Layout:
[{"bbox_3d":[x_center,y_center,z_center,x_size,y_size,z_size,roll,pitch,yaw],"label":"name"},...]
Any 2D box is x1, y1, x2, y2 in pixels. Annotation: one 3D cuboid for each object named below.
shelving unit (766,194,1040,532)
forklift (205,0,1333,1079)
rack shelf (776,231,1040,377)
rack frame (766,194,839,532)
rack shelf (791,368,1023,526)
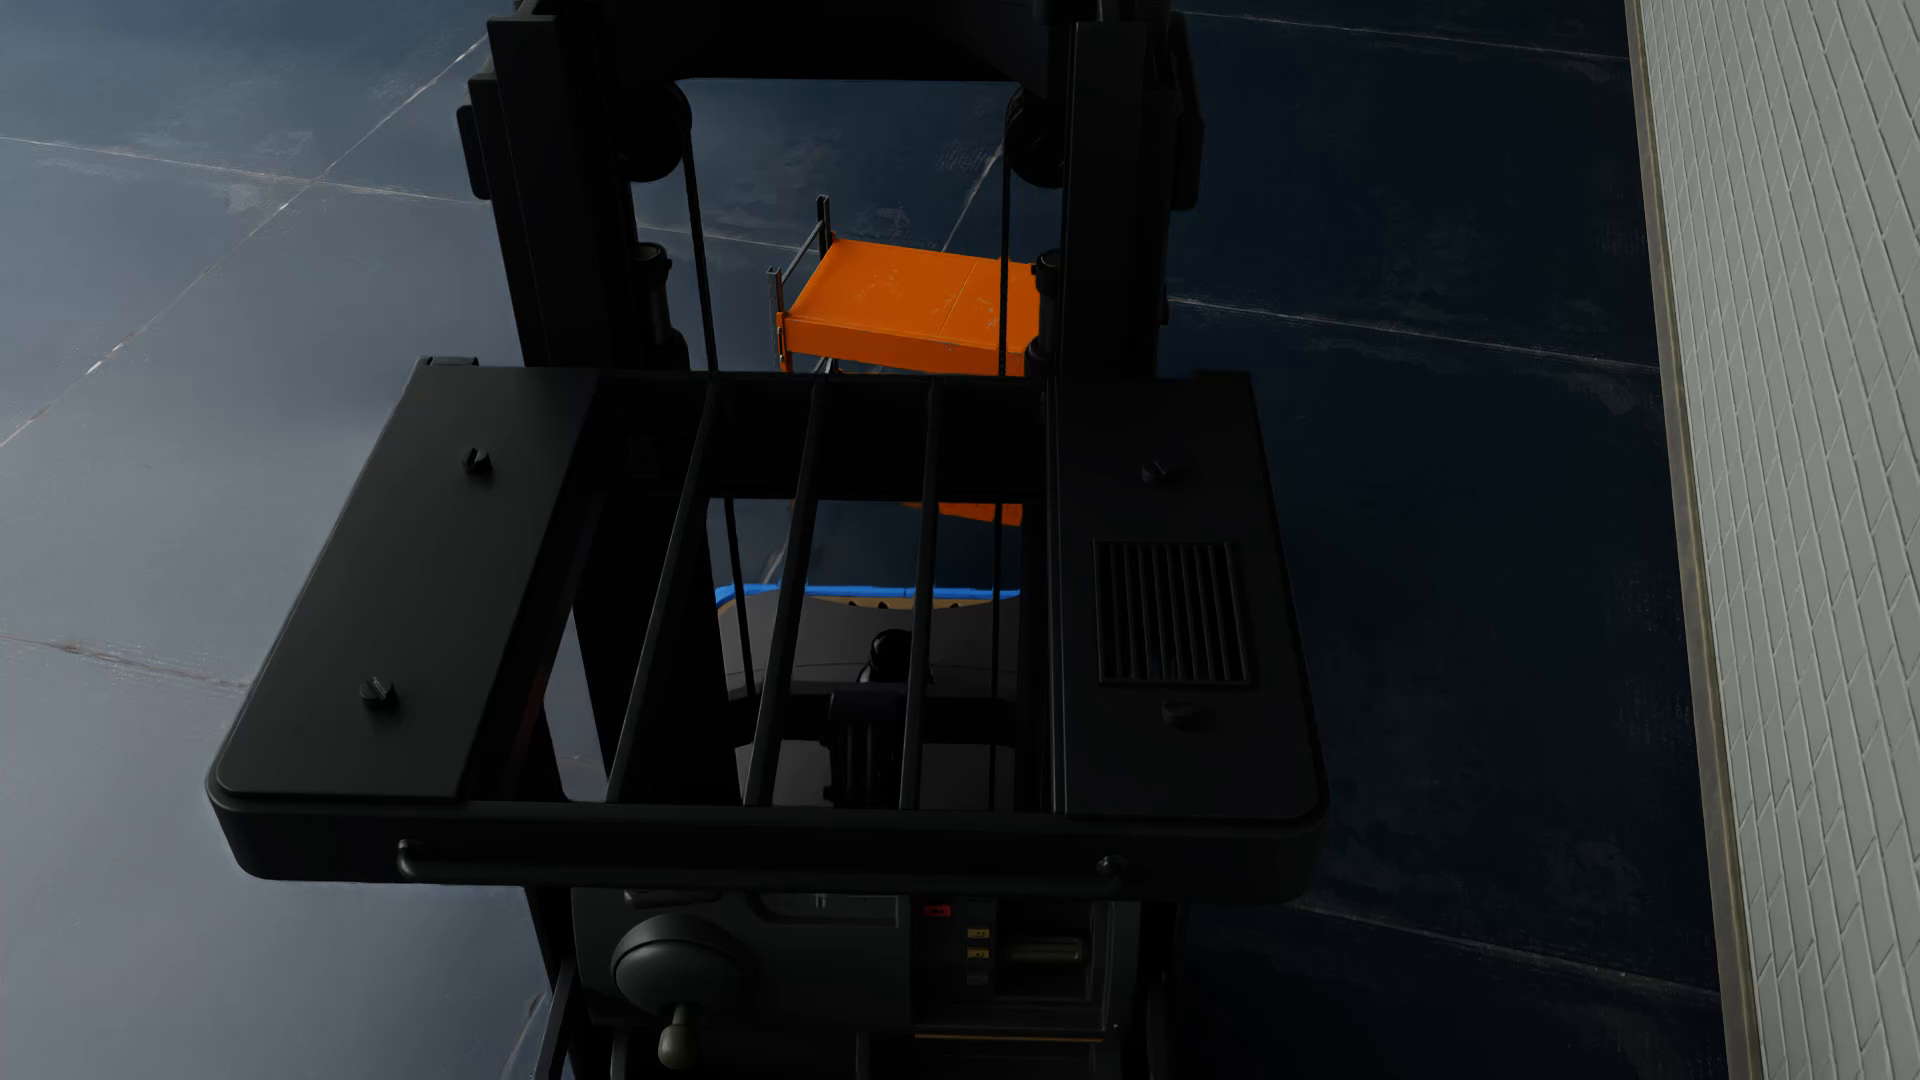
[{"bbox_3d":[-0.007,-0.432,5.390,1.048,1.125,0.538,10,41,11],"label":"shelving unit"},{"bbox_3d":[-0.175,0.754,2.574,1.130,2.935,3.031,1,40,1],"label":"forklift"},{"bbox_3d":[-0.007,-0.656,5.201,1.000,0.278,0.538,10,41,11],"label":"rack shelf"},{"bbox_3d":[-0.498,-0.516,5.490,0.032,1.125,0.500,10,41,11],"label":"rack frame"},{"bbox_3d":[-0.007,-0.245,5.547,1.000,0.278,0.538,10,41,11],"label":"rack shelf"}]
